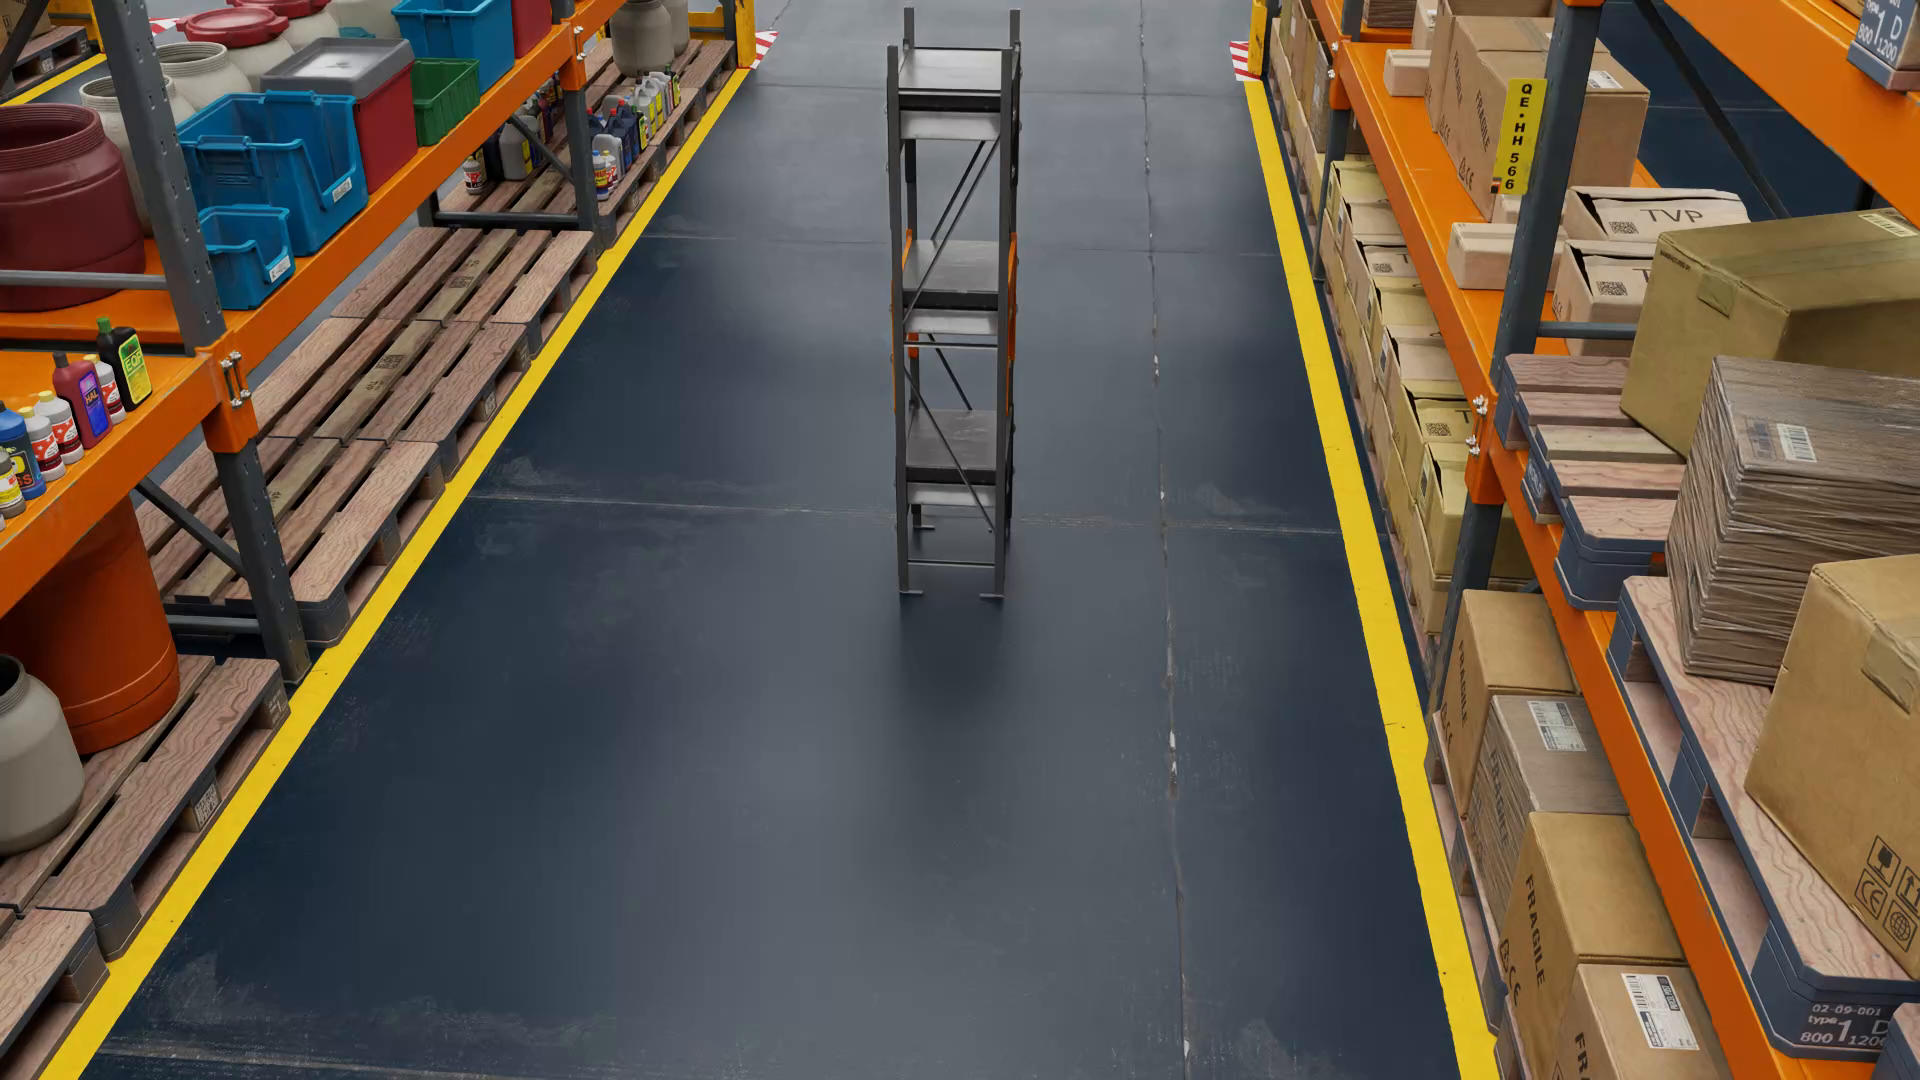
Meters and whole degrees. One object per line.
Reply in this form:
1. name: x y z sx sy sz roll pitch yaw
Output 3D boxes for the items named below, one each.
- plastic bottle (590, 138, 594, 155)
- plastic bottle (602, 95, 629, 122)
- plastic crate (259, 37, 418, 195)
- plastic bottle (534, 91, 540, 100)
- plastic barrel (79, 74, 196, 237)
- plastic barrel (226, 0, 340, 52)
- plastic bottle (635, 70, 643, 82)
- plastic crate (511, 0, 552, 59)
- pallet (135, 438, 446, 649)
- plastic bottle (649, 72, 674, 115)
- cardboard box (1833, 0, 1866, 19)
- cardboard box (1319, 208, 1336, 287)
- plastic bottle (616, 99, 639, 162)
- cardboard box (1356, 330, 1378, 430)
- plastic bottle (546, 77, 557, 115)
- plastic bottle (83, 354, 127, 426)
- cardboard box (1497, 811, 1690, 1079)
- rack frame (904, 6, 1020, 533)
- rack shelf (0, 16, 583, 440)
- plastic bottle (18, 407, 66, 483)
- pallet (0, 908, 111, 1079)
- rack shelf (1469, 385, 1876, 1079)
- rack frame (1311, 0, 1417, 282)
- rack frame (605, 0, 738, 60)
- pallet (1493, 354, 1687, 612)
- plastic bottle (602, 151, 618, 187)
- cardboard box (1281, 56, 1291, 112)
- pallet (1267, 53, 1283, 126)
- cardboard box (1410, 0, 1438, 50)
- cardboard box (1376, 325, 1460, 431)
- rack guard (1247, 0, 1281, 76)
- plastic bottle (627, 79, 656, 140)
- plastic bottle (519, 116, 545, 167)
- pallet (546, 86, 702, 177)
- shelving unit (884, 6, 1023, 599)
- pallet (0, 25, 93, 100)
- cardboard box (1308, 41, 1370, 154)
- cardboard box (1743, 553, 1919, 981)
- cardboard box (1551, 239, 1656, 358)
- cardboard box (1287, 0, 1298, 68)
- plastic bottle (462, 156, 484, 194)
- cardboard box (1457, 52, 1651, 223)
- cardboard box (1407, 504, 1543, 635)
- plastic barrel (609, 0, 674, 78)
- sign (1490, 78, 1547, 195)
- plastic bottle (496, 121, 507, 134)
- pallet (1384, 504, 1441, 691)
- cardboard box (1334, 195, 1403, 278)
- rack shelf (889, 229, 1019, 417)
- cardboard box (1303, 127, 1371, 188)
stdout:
1. plastic bottle: -2.161 -2.254 9.719 0.061 0.283 0.133 2 32 4
2. plastic bottle: -2.137 -2.647 10.363 0.152 0.276 0.135 2 32 4
3. plastic crate: -2.406 -1.669 6.537 0.402 0.464 0.583 2 32 4
4. plastic bottle: -2.702 -2.746 10.528 0.097 0.271 0.097 0 32 0
5. plastic barrel: -2.972 -1.404 6.063 0.421 0.512 0.421 0 32 0
6. plastic barrel: -2.873 -2.084 7.144 0.433 0.535 0.433 0 32 0
7. plastic bottle: -2.058 -2.918 10.796 0.061 0.283 0.133 2 32 4
8. plastic crate: -2.251 -2.662 8.149 0.402 0.464 0.583 2 32 4
9. pallet: -2.741 -0.026 6.591 1.003 0.211 1.213 2 32 4
10. plastic bottle: -1.952 -2.911 10.791 0.152 0.276 0.135 3 32 4
11. cardboard box: 2.008 -1.147 2.798 0.910 0.500 0.500 2 32 4
12. cardboard box: 2.140 -1.495 8.538 0.500 0.250 0.500 2 32 3
13. plastic bottle: -2.022 -2.464 9.994 0.144 0.351 0.185 1 32 2
14. cardboard box: 2.015 -0.691 7.233 0.500 0.250 0.500 3 32 5
15. plastic bottle: -2.677 -2.904 10.785 0.097 0.271 0.097 0 32 0
16. plastic bottle: -2.478 -0.436 4.787 0.097 0.201 0.097 0 32 0
17. cardboard box: 1.689 1.043 4.162 0.500 0.500 0.500 2 32 3
18. rack frame: 0.006 -0.935 6.266 0.400 2.100 0.015 2 32 4
19. rack shelf: -2.680 -1.549 7.090 1.077 0.370 4.000 2 32 4
20. plastic bottle: -2.505 -0.264 4.509 0.097 0.201 0.097 0 32 0
21. pallet: -2.967 1.428 4.232 1.003 0.211 1.213 2 32 4
22. rack shelf: 1.931 0.756 3.350 1.077 0.370 4.000 2 32 4
23. rack frame: 2.420 -2.687 8.252 1.000 3.000 0.127 2 32 4
24. rack frame: -2.191 -4.993 11.992 1.000 3.000 0.127 2 32 4
25. pallet: 2.109 -0.157 4.328 1.213 0.211 1.003 2 32 4
26. plastic bottle: -2.037 -2.151 9.630 0.097 0.201 0.097 0 32 0
27. cardboard box: 2.402 -2.993 10.969 0.500 0.250 0.500 2 32 4
28. pallet: 2.725 -3.190 11.726 1.003 0.211 1.213 2 32 4
29. cardboard box: 2.423 -2.364 7.870 0.500 0.250 0.500 4 32 7
30. cardboard box: 1.971 -0.663 6.653 0.500 0.311 0.500 2 32 4
31. rack guard: 2.747 -3.727 12.322 1.175 0.500 0.348 2 32 4
32. plastic bottle: -1.988 -2.686 10.355 0.144 0.351 0.185 2 32 4
33. plastic bottle: -2.586 -2.385 9.938 0.152 0.276 0.135 2 32 4
34. pallet: -2.324 -2.703 10.935 1.003 0.211 1.213 2 32 4
35. shelving unit: -0.013 -0.807 6.059 0.431 2.100 0.503 2 32 4
36. pallet: -7.235 -3.554 12.316 1.003 0.211 1.213 2 32 4
37. cardboard box: 2.292 -2.528 9.498 0.500 0.500 0.500 2 32 4
38. cardboard box: 1.851 0.348 2.831 0.700 0.500 0.500 -5 32 -9
39. cardboard box: 2.167 -0.746 5.187 0.500 0.311 0.500 4 32 7
40. cardboard box: 2.413 -3.312 10.771 0.500 0.500 0.500 2 32 4
41. plastic bottle: -2.798 -2.100 9.546 0.097 0.201 0.097 0 32 0
42. cardboard box: 2.214 -1.517 6.256 0.500 0.500 0.500 1 32 1
43. cardboard box: 1.894 0.110 5.932 0.500 0.250 0.500 3 32 5
44. plastic barrel: -2.209 -3.503 11.546 0.421 0.512 0.421 0 32 0
45. sign: 1.541 -1.111 4.590 0.100 0.325 0.005 2 32 4
46. plastic bottle: -2.736 -2.410 9.907 0.144 0.351 0.185 1 32 2
47. pallet: 2.200 0.162 6.285 1.003 0.211 1.213 2 32 4
48. cardboard box: 2.092 -1.467 7.958 0.500 0.311 0.500 2 32 3
49. rack shelf: -0.013 -0.796 6.066 0.431 0.518 0.480 2 32 4
50. cardboard box: 2.290 -2.209 9.695 0.500 0.250 0.500 2 32 4
